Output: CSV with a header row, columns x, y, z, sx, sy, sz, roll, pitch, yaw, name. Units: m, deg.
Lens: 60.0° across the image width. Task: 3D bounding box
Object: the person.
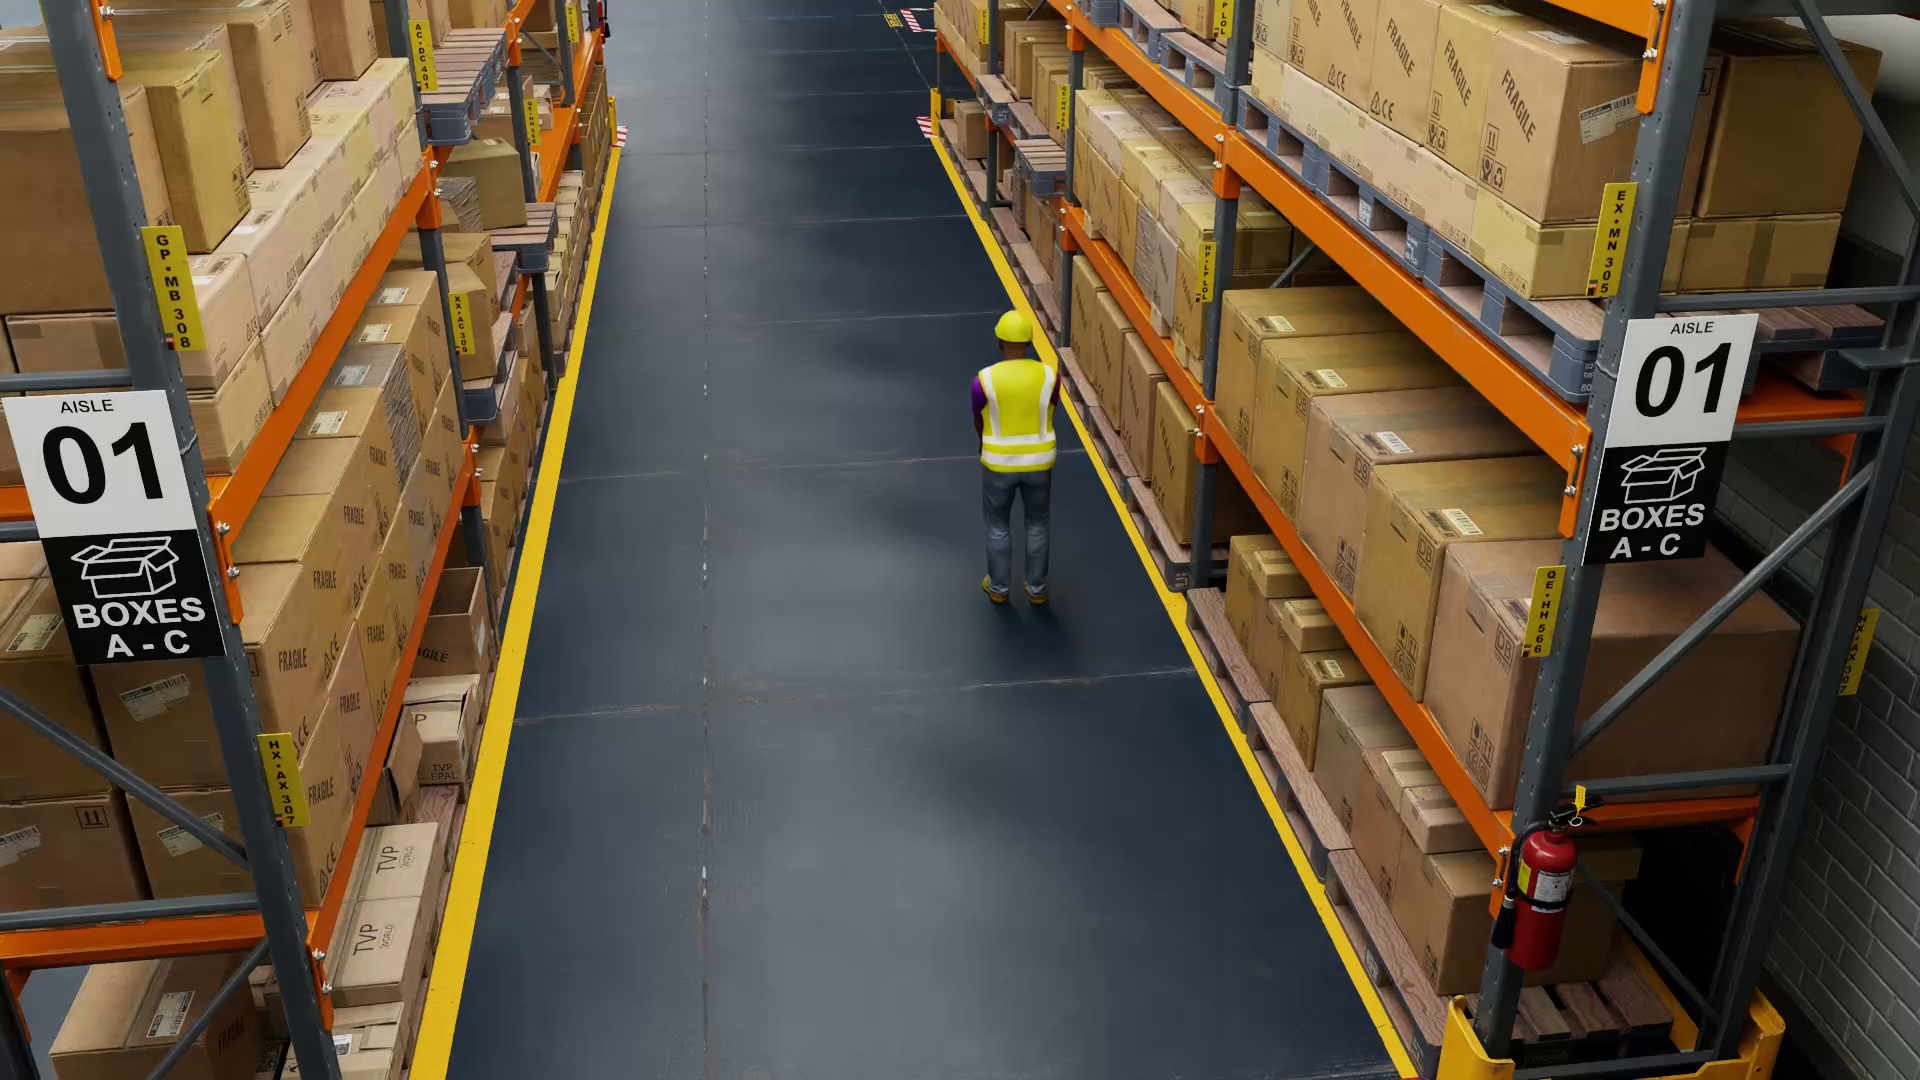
x,y,z,sx,sy,sz,roll,pitch,yaw,name
0.300,-0.487,9.555,0.504,1.758,0.581,-4,27,-8,person
